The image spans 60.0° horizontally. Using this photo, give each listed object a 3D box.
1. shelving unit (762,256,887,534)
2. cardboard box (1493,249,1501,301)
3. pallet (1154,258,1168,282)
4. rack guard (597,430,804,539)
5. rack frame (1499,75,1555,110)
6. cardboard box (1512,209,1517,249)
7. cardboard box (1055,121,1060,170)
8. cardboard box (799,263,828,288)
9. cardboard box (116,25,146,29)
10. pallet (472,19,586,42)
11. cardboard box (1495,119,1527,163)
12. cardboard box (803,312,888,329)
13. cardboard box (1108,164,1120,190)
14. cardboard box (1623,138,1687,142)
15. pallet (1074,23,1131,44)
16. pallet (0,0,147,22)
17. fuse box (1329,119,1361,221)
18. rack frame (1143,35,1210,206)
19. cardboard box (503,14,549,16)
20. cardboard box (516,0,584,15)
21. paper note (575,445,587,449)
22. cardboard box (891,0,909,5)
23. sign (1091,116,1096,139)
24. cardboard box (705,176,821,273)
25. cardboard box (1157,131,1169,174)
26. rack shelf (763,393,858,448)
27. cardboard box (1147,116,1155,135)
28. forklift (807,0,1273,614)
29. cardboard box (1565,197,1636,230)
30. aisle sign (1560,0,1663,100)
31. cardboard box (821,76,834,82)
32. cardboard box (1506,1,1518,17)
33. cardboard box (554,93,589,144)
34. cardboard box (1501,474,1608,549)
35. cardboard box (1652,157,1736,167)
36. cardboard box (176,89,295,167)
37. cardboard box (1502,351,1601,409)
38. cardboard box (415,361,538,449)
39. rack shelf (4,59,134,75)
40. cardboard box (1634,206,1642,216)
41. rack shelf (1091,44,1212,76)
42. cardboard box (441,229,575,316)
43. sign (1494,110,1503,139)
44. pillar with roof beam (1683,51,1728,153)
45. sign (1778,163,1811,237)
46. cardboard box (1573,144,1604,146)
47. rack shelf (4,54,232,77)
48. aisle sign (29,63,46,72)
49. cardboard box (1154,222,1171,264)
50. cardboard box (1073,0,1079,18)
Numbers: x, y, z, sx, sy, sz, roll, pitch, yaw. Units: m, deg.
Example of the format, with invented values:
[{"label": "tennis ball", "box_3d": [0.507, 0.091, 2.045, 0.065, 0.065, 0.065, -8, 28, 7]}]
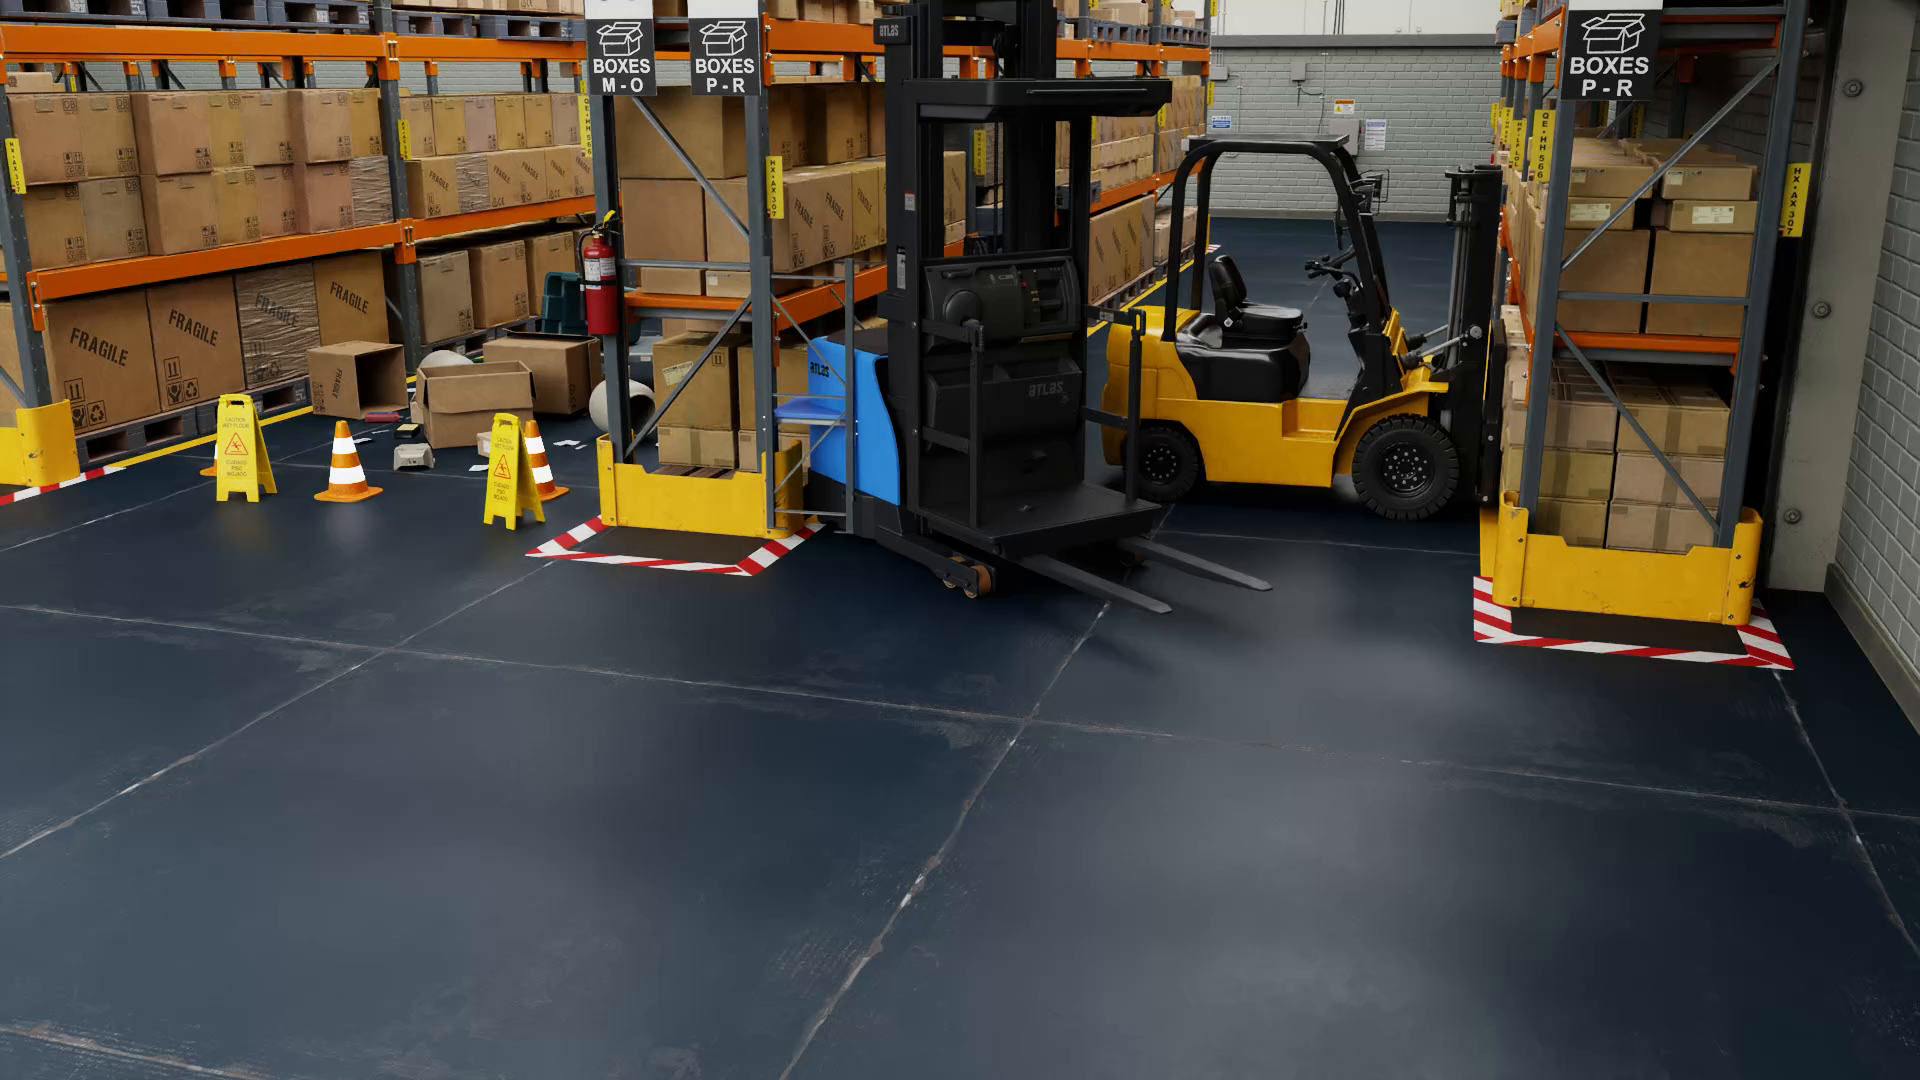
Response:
[{"label": "shelving unit", "box_3d": [-0.723, -0.899, 9.543, 0.538, 1.500, 1.048, 3, 14, 11]}, {"label": "cardboard box", "box_3d": [5.861, -2.753, 17.350, 0.500, 0.500, 0.500, 4, 16, 14]}, {"label": "pallet", "box_3d": [2.186, -3.504, 21.295, 1.003, 0.211, 1.213, 5, 16, 16]}, {"label": "rack guard", "box_3d": [-1.493, -0.330, 9.577, 1.175, 0.500, 0.348, 5, 16, 16]}, {"label": "rack frame", "box_3d": [7.792, -5.315, 22.570, 1.000, 3.000, 0.127, 5, 16, 16]}, {"label": "cardboard box", "box_3d": [4.274, -2.255, 12.058, 0.500, 0.250, 0.500, 5, 17, 17]}, {"label": "cardboard box", "box_3d": [0.617, -3.590, 14.992, 0.500, 0.500, 0.500, 3, 16, 12]}, {"label": "cardboard box", "box_3d": [-1.009, -1.595, 9.916, 0.380, 0.149, 0.250, 4, 16, 14]}, {"label": "cardboard box", "box_3d": [-8.916, -5.340, 17.436, 0.500, 0.250, 0.500, 5, 17, 17]}, {"label": "pallet", "box_3d": [-4.148, -5.143, 16.813, 1.213, 0.211, 1.003, 5, 17, 18]}, {"label": "cardboard box", "box_3d": [6.156, -4.274, 17.947, 0.700, 0.500, 0.500, 5, 17, 16]}, {"label": "cardboard box", "box_3d": [-0.720, -1.216, 11.016, 0.500, 0.500, 0.500, 5, 17, 17]}, {"label": "cardboard box", "box_3d": [1.422, -3.915, 17.908, 0.500, 0.250, 0.500, 5, 17, 18]}, {"label": "cardboard box", "box_3d": [4.581, -2.572, 10.982, 0.380, 0.149, 0.250, 5, 16, 16]}, {"label": "pallet", "box_3d": [1.206, -5.423, 17.802, 1.003, 0.211, 1.213, 5, 17, 18]}, {"label": "pallet", "box_3d": [-6.089, -3.465, 10.716, 1.003, 0.211, 1.213, 5, 16, 16]}, {"label": "fuse box", "box_3d": [6.585, -6.355, 28.598, 0.539, 1.711, 0.414, 5, 16, 16]}, {"label": "rack frame", "box_3d": [3.032, -5.699, 23.924, 1.000, 3.000, 0.127, 5, 16, 16]}, {"label": "cardboard box", "box_3d": [-4.433, -5.441, 16.729, 0.500, 0.311, 0.500, 5, 16, 16]}, {"label": "cardboard box", "box_3d": [-4.026, -5.317, 16.291, 0.500, 0.311, 0.500, 5, 16, 16]}, {"label": "paper note", "box_3d": [-2.643, -0.650, 11.601, 0.032, 0.001, 0.123, 5, 16, 16]}, {"label": "cardboard box", "box_3d": [-0.547, -3.672, 11.012, 0.500, 0.250, 0.500, 4, 16, 15]}, {"label": "sign", "box_3d": [1.281, -4.085, 16.258, 0.100, 0.325, 0.005, 5, 16, 16]}, {"label": "cardboard box", "box_3d": [-1.114, -1.806, 9.472, 0.500, 0.500, 0.500, 4, 16, 15]}, {"label": "cardboard box", "box_3d": [2.280, -4.803, 20.582, 0.500, 0.500, 0.500, 5, 17, 18]}, {"label": "rack shelf", "box_3d": [-0.725, -0.725, 9.587, 0.538, 0.185, 1.000, 3, 14, 11]}, {"label": "cardboard box", "box_3d": [2.009, -5.045, 19.603, 0.500, 0.500, 0.500, 5, 17, 18]}, {"label": "forklift", "box_3d": [0.345, -1.267, 8.424, 1.130, 2.935, 3.031, -10, 19, -32]}, {"label": "cardboard box", "box_3d": [3.075, -1.601, 8.106, 0.380, 0.149, 0.250, 5, 17, 17]}, {"label": "aisle sign", "box_3d": [2.945, -2.385, 7.477, 0.394, 0.787, 0.004, 5, 16, 16]}, {"label": "cardboard box", "box_3d": [-2.065, -6.181, 23.065, 0.500, 0.500, 0.500, 4, 16, 14]}, {"label": "cardboard box", "box_3d": [5.820, -5.460, 17.093, 0.380, 0.149, 0.250, 5, 17, 17]}, {"label": "cardboard box", "box_3d": [-4.153, -4.376, 17.243, 0.700, 0.500, 0.500, 5, 16, 16]}, {"label": "cardboard box", "box_3d": [3.076, -0.155, 8.650, 0.500, 0.250, 0.500, 5, 17, 16]}, {"label": "cardboard box", "box_3d": [3.798, -1.903, 8.624, 0.380, 0.149, 0.250, 5, 17, 16]}, {"label": "cardboard box", "box_3d": [-5.621, -3.131, 12.617, 0.875, 0.550, 0.550, 5, 16, 16]}, {"label": "cardboard box", "box_3d": [3.350, -0.900, 9.444, 0.500, 0.250, 0.500, 5, 17, 17]}, {"label": "cardboard box", "box_3d": [-3.443, -0.968, 11.819, 0.797, 0.503, 0.637, -7, 17, -23]}, {"label": "rack shelf", "box_3d": [-12.923, -6.379, 22.142, 1.077, 0.370, 4.000, 5, 16, 16]}, {"label": "cardboard box", "box_3d": [3.918, -1.555, 9.131, 0.500, 0.500, 0.500, 4, 16, 15]}, {"label": "rack shelf", "box_3d": [2.464, -6.272, 21.768, 1.077, 0.370, 4.000, 5, 16, 16]}, {"label": "cardboard box", "box_3d": [-4.521, -2.702, 16.710, 1.050, 0.750, 0.750, 5, 17, 17]}, {"label": "sign", "box_3d": [6.133, -4.725, 18.904, 0.100, 0.325, 0.005, 5, 16, 16]}, {"label": "pillar with roof beam", "box_3d": [1.885, -6.031, 14.100, 9.100, 9.000, 0.400, 5, 16, 16]}, {"label": "sign", "box_3d": [3.776, -1.539, 7.526, 0.100, 0.325, 0.005, 5, 16, 16]}, {"label": "cardboard box", "box_3d": [3.736, -2.346, 10.186, 0.380, 0.149, 0.250, 4, 16, 15]}, {"label": "rack shelf", "box_3d": [-9.311, -4.948, 17.098, 1.077, 0.370, 4.000, 5, 16, 16]}, {"label": "aisle sign", "box_3d": [-16.228, -8.528, 29.133, 0.394, 0.787, 0.004, 5, 16, 16]}, {"label": "cardboard box", "box_3d": [2.177, -3.778, 21.076, 0.875, 0.438, 0.875, 4, 16, 15]}, {"label": "cardboard box", "box_3d": [0.858, -5.573, 17.029, 0.700, 0.500, 0.500, 4, 16, 13]}]
